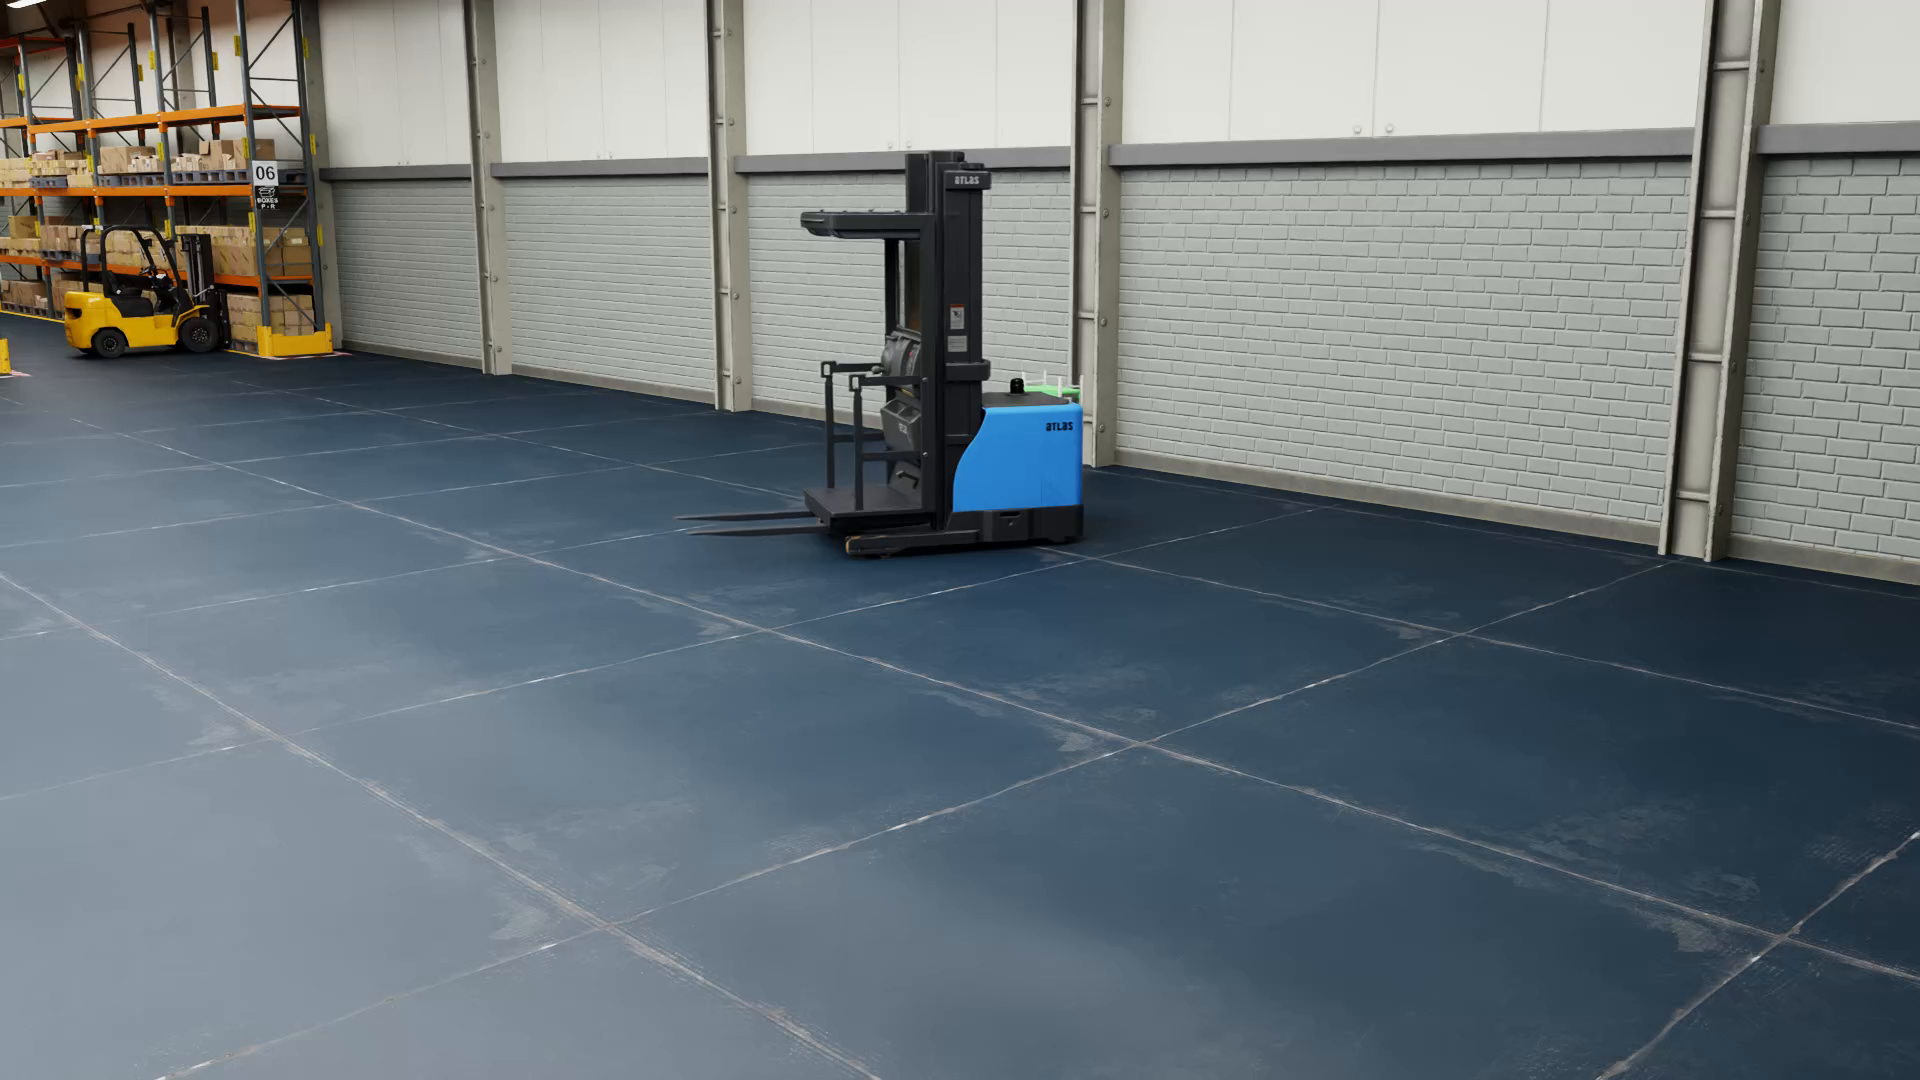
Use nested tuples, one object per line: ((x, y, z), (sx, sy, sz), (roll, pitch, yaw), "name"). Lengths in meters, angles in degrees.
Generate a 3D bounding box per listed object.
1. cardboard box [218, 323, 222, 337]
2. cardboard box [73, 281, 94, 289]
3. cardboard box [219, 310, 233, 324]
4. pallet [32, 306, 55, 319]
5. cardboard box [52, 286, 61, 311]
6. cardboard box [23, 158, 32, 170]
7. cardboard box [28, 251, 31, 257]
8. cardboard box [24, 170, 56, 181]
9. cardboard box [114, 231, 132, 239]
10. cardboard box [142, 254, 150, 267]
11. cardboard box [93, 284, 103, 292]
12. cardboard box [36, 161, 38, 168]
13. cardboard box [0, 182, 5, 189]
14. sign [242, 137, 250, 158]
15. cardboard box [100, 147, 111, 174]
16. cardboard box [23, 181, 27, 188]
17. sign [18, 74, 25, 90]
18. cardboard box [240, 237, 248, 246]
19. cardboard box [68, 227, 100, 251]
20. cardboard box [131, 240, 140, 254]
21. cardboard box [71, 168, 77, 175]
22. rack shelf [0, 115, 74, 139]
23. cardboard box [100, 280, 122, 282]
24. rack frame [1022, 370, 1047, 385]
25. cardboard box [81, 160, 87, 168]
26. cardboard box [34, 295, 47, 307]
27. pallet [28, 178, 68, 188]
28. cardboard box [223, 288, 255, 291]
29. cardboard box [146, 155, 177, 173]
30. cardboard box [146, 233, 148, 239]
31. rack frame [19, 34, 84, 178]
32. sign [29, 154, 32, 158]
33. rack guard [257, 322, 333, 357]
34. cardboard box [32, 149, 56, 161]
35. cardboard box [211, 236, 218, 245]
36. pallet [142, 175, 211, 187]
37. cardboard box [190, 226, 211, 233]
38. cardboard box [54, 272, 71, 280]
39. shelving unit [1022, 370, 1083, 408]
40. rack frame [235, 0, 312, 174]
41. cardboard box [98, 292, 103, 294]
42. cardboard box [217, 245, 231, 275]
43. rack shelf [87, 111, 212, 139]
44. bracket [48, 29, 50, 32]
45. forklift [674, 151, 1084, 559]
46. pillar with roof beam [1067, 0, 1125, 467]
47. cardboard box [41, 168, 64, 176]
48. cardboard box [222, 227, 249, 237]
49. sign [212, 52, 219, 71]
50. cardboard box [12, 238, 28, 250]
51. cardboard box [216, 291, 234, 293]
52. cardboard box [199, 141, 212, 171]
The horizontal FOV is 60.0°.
((-12.894, -3.739, 29.397), (0.500, 0.250, 0.500), (-10, 15, -41), "cardboard box")
((-18.575, -5.413, 35.299), (0.380, 0.149, 0.250), (-10, 15, -41), "cardboard box")
((-12.563, -3.913, 29.003), (0.500, 0.250, 0.500), (-11, 16, -44), "cardboard box")
((-20.051, -5.120, 37.240), (1.003, 0.211, 1.213), (-11, 16, -43), "pallet")
((-19.406, -5.265, 36.187), (0.500, 0.500, 0.500), (-10, 15, -40), "cardboard box")
((-20.100, -8.212, 36.298), (0.500, 0.250, 0.500), (-11, 16, -42), "cardboard box")
((-20.534, -6.385, 37.094), (0.380, 0.149, 0.250), (-10, 16, -41), "cardboard box")
((-20.092, -7.962, 36.327), (0.500, 0.250, 0.500), (-11, 16, -42), "cardboard box")
((-16.427, -6.008, 32.785), (0.380, 0.149, 0.250), (-10, 16, -41), "cardboard box")
((-15.262, -5.331, 31.725), (0.500, 0.250, 0.500), (-11, 16, -42), "cardboard box")
((-17.550, -5.173, 34.134), (0.250, 0.149, 0.380), (11, 16, 42), "cardboard box")
((-19.453, -7.998, 35.463), (0.380, 0.149, 0.250), (-11, 16, -42), "cardboard box")
((-21.639, -8.074, 37.857), (0.380, 0.149, 0.250), (-11, 16, -43), "cardboard box")
((-11.692, -6.425, 27.230), (0.100, 0.325, 0.005), (-11, 16, -43), "sign")
((-16.491, -7.435, 32.595), (0.500, 0.500, 0.500), (-11, 16, -42), "cardboard box")
((-20.385, -7.819, 36.621), (0.380, 0.149, 0.250), (-10, 15, -41), "cardboard box")
((-19.982, -9.747, 35.410), (0.100, 0.325, 0.005), (-11, 16, -43), "sign")
((-11.930, -5.046, 28.113), (0.380, 0.149, 0.250), (-11, 16, -42), "cardboard box")
((-18.076, -6.270, 34.617), (0.637, 0.503, 0.797), (11, 16, 44), "cardboard box")
((-15.621, -5.651, 32.040), (0.500, 0.250, 0.500), (-11, 16, -42), "cardboard box")
((-18.104, -7.602, 34.328), (0.380, 0.149, 0.250), (-10, 15, -41), "cardboard box")
((-20.958, -9.262, 37.356), (1.077, 0.370, 4.000), (-11, 16, -43), "rack shelf")
((-18.190, -5.488, 35.662), (0.380, 0.149, 0.250), (-11, 16, -42), "cardboard box")
((0.614, -0.807, 13.850), (0.240, 1.200, 0.015), (-8, 14, -34), "rack frame")
((-17.592, -7.632, 33.736), (0.250, 0.149, 0.380), (11, 16, 43), "cardboard box")
((-20.421, -5.345, 37.154), (0.396, 0.266, 0.258), (-10, 15, -41), "cardboard box")
((-19.178, -7.658, 35.679), (1.213, 0.211, 1.003), (-11, 16, -43), "pallet")
((-13.212, -4.450, 30.372), (0.500, 0.250, 0.500), (-11, 16, -43), "cardboard box")
((-14.729, -6.970, 30.806), (0.500, 0.311, 0.500), (11, 16, 43), "cardboard box")
((-15.184, -5.749, 31.525), (0.250, 0.149, 0.380), (11, 16, 44), "cardboard box")
((-19.577, -9.324, 35.866), (1.000, 3.000, 0.127), (-11, 16, -43), "rack frame")
((-21.924, -8.946, 39.274), (0.100, 0.325, 0.005), (-11, 16, -43), "sign")
((-11.274, -3.406, 28.206), (1.175, 0.500, 0.348), (-11, 16, -43), "rack guard")
((-19.622, -8.242, 35.621), (0.396, 0.266, 0.258), (-11, 16, -43), "cardboard box")
((-12.969, -5.273, 29.217), (0.380, 0.149, 0.250), (-11, 16, -44), "cardboard box")
((-14.671, -6.720, 31.137), (1.217, 0.209, 0.805), (11, 16, 43), "pallet")
((-13.515, -5.529, 29.722), (0.380, 0.149, 0.250), (-10, 16, -41), "cardboard box")
((-19.478, -5.749, 36.193), (0.380, 0.149, 0.250), (-11, 16, -44), "cardboard box")
((0.752, -0.766, 13.652), (0.258, 1.200, 0.503), (-8, 14, -34), "shelving unit")
((-11.290, -7.572, 27.366), (1.000, 3.000, 0.127), (-11, 16, -43), "rack frame")
((-17.262, -4.815, 34.002), (0.500, 0.500, 0.500), (-10, 15, -41), "cardboard box")
((-12.526, -4.870, 28.869), (0.500, 0.500, 0.500), (-11, 16, -44), "cardboard box")
((-15.434, -7.900, 31.729), (1.077, 0.370, 4.000), (-11, 16, -43), "rack shelf")
((-19.950, -11.325, 36.660), (0.235, 0.232, 0.430), (-11, 16, -43), "bracket")
((-0.627, -1.414, 12.509), (3.031, 2.935, 1.130), (-3, 12, -16), "forklift")
((-1.802, -4.573, 12.806), (9.100, 9.000, 0.400), (-11, 16, -43), "pillar with roof beam")
((-19.146, -7.772, 35.104), (0.380, 0.149, 0.250), (-11, 16, -42), "cardboard box")
((-12.461, -5.305, 28.634), (0.380, 0.149, 0.250), (-10, 16, -41), "cardboard box")
((-13.634, -8.765, 30.447), (0.100, 0.325, 0.005), (-11, 16, -43), "sign")
((-21.152, -6.719, 37.725), (0.500, 0.250, 0.500), (11, 16, 44), "cardboard box")
((-13.248, -4.305, 29.670), (0.500, 0.250, 0.500), (-10, 15, -41), "cardboard box")
((-12.784, -6.693, 28.988), (0.797, 0.503, 0.637), (-10, 15, -41), "cardboard box")
